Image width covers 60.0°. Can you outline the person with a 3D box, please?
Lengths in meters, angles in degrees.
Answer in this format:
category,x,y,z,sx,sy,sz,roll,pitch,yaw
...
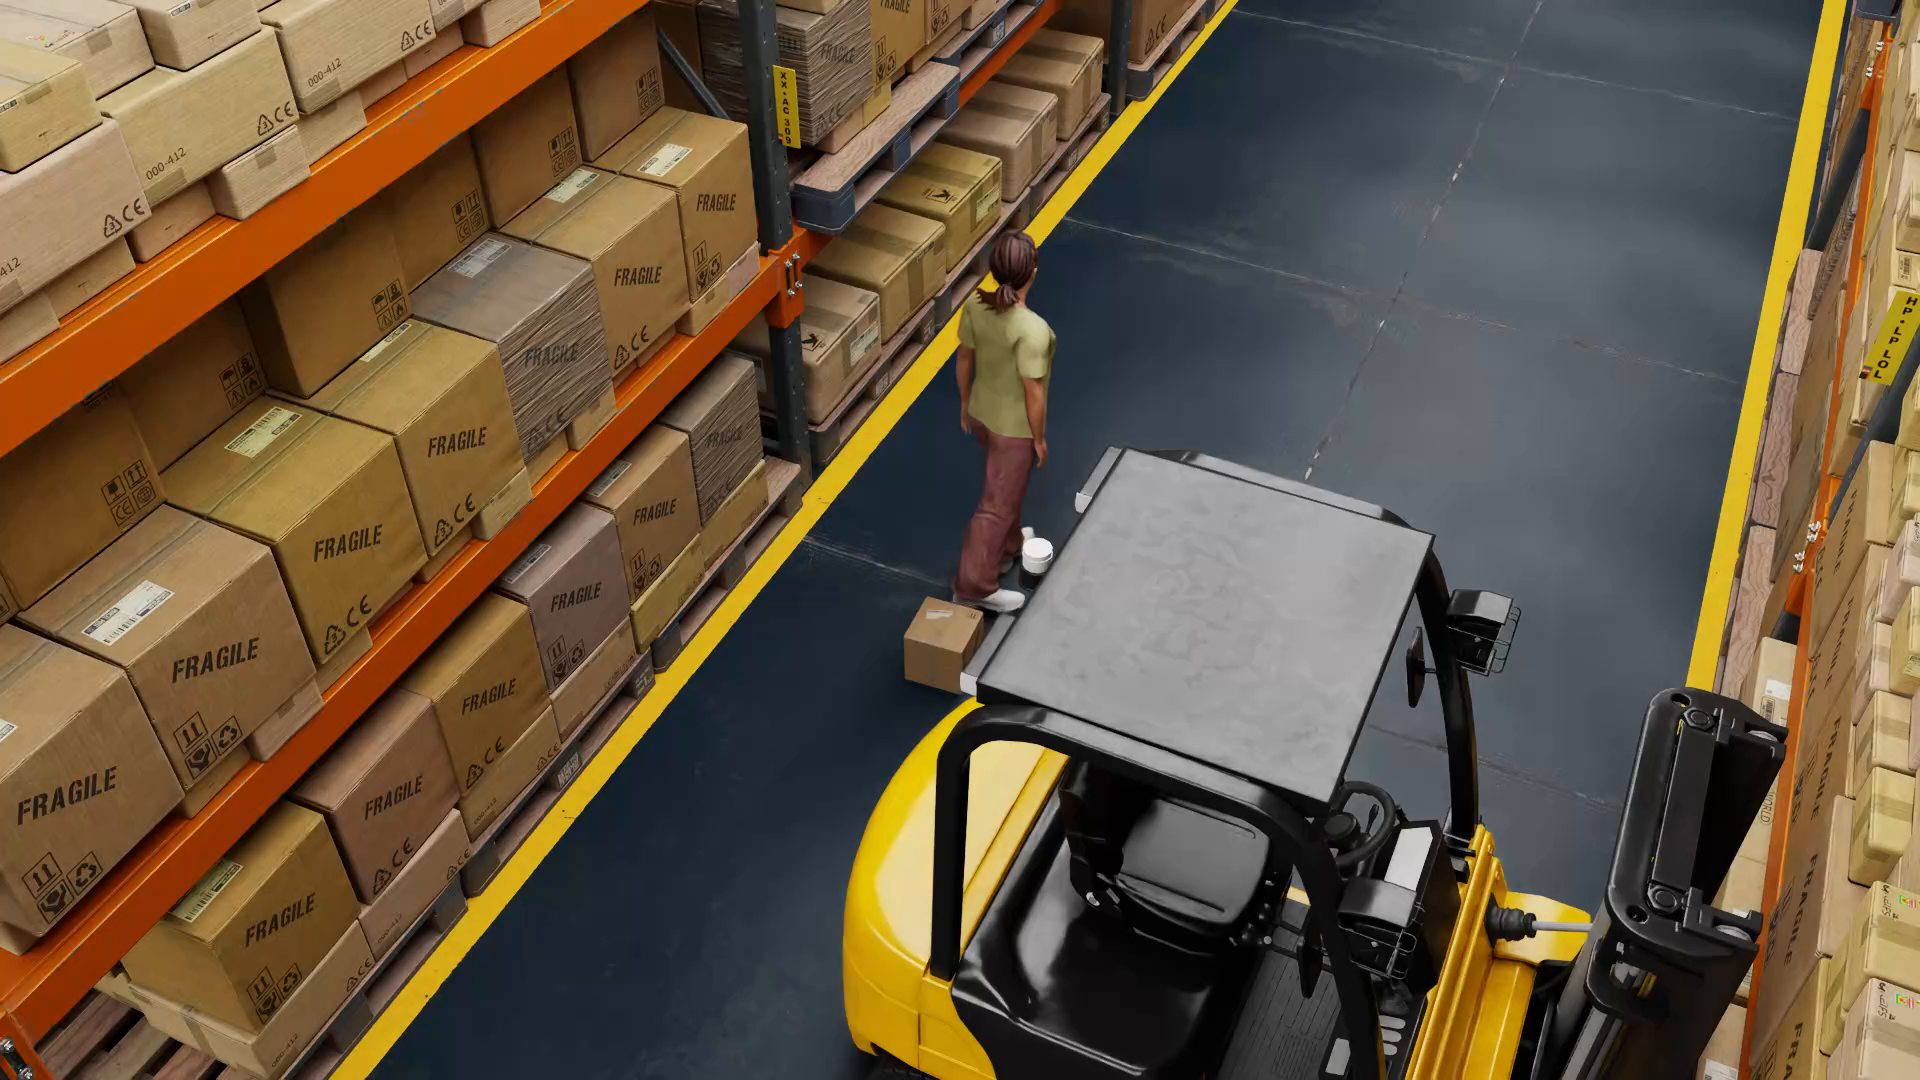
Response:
category,x,y,z,sx,sy,sz,roll,pitch,yaw
person,0.170,-0.458,6.672,0.570,1.664,0.479,-27,49,-27
